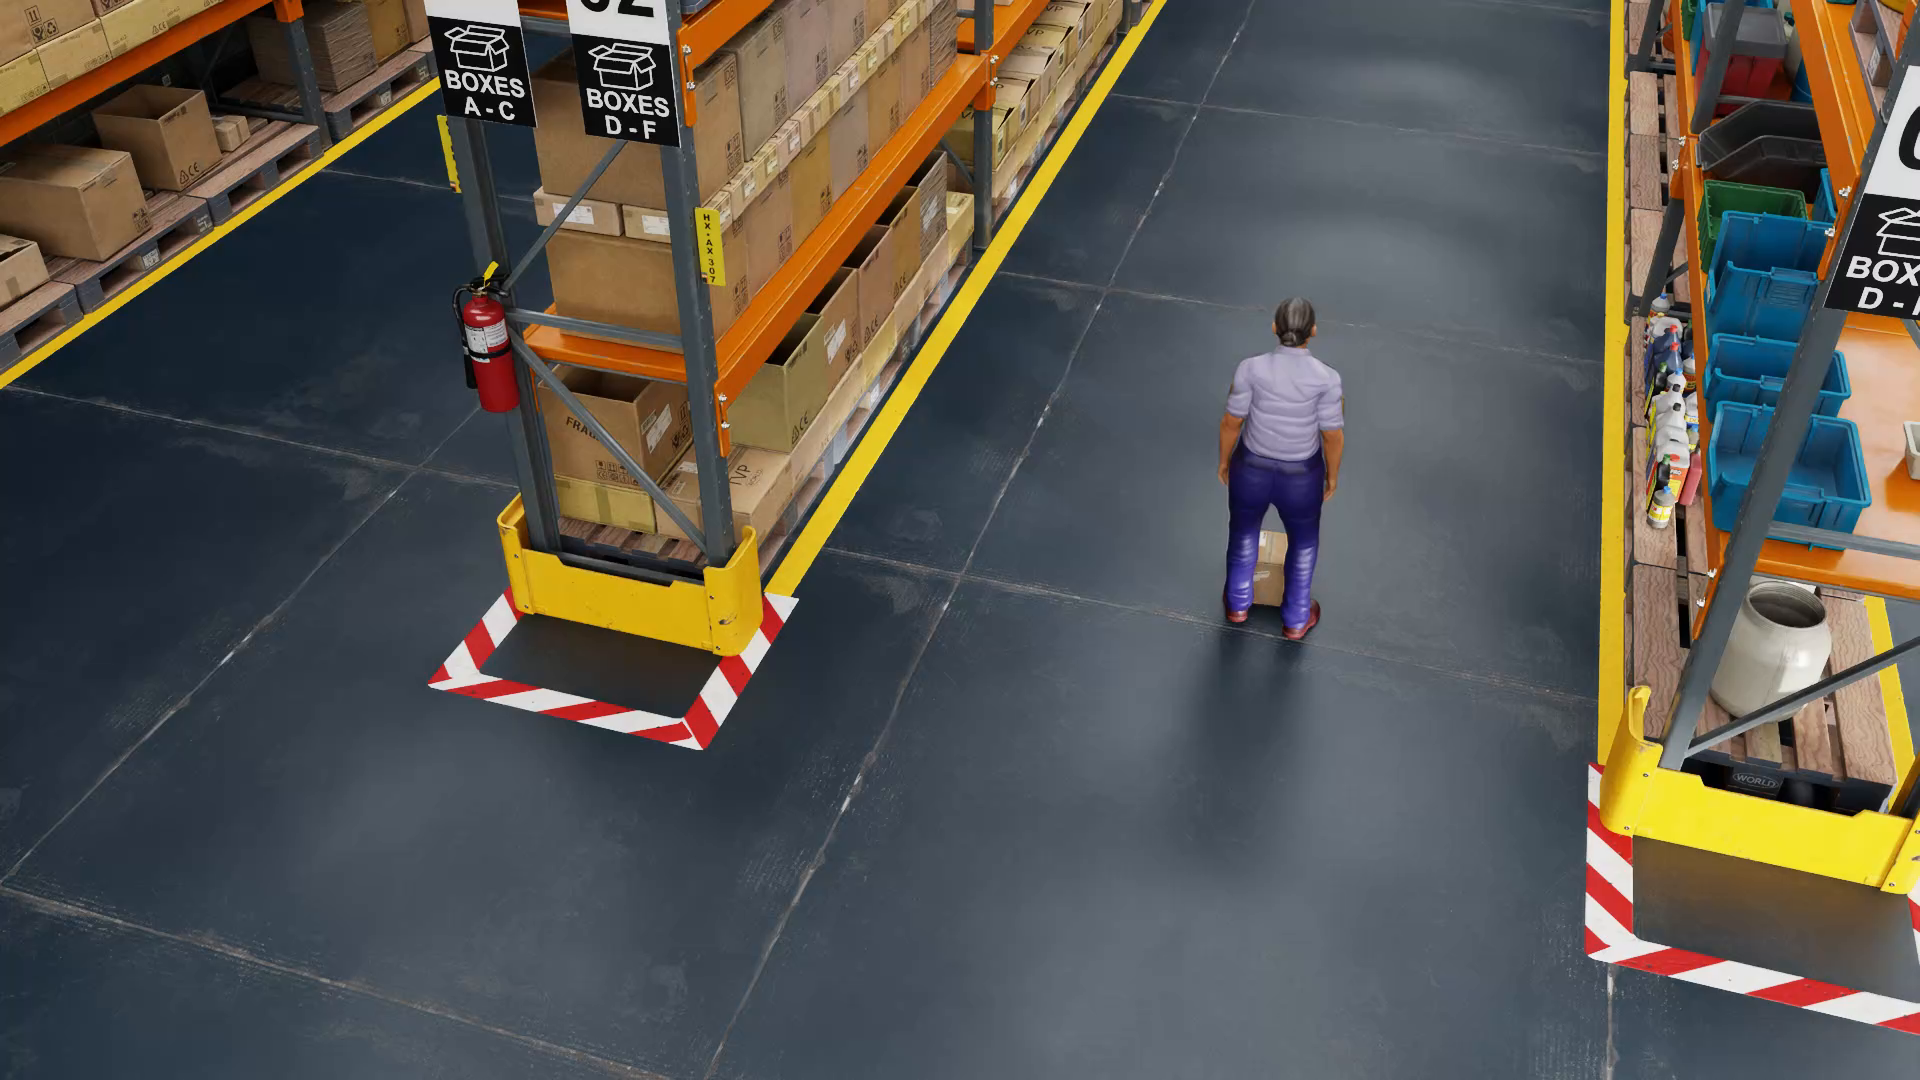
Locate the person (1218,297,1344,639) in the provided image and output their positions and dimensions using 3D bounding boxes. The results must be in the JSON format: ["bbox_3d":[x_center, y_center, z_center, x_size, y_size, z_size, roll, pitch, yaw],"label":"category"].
[{"bbox_3d":[1.402,-0.299,7.290,0.546,1.651,0.415,10,38,13],"label":"person"}]
